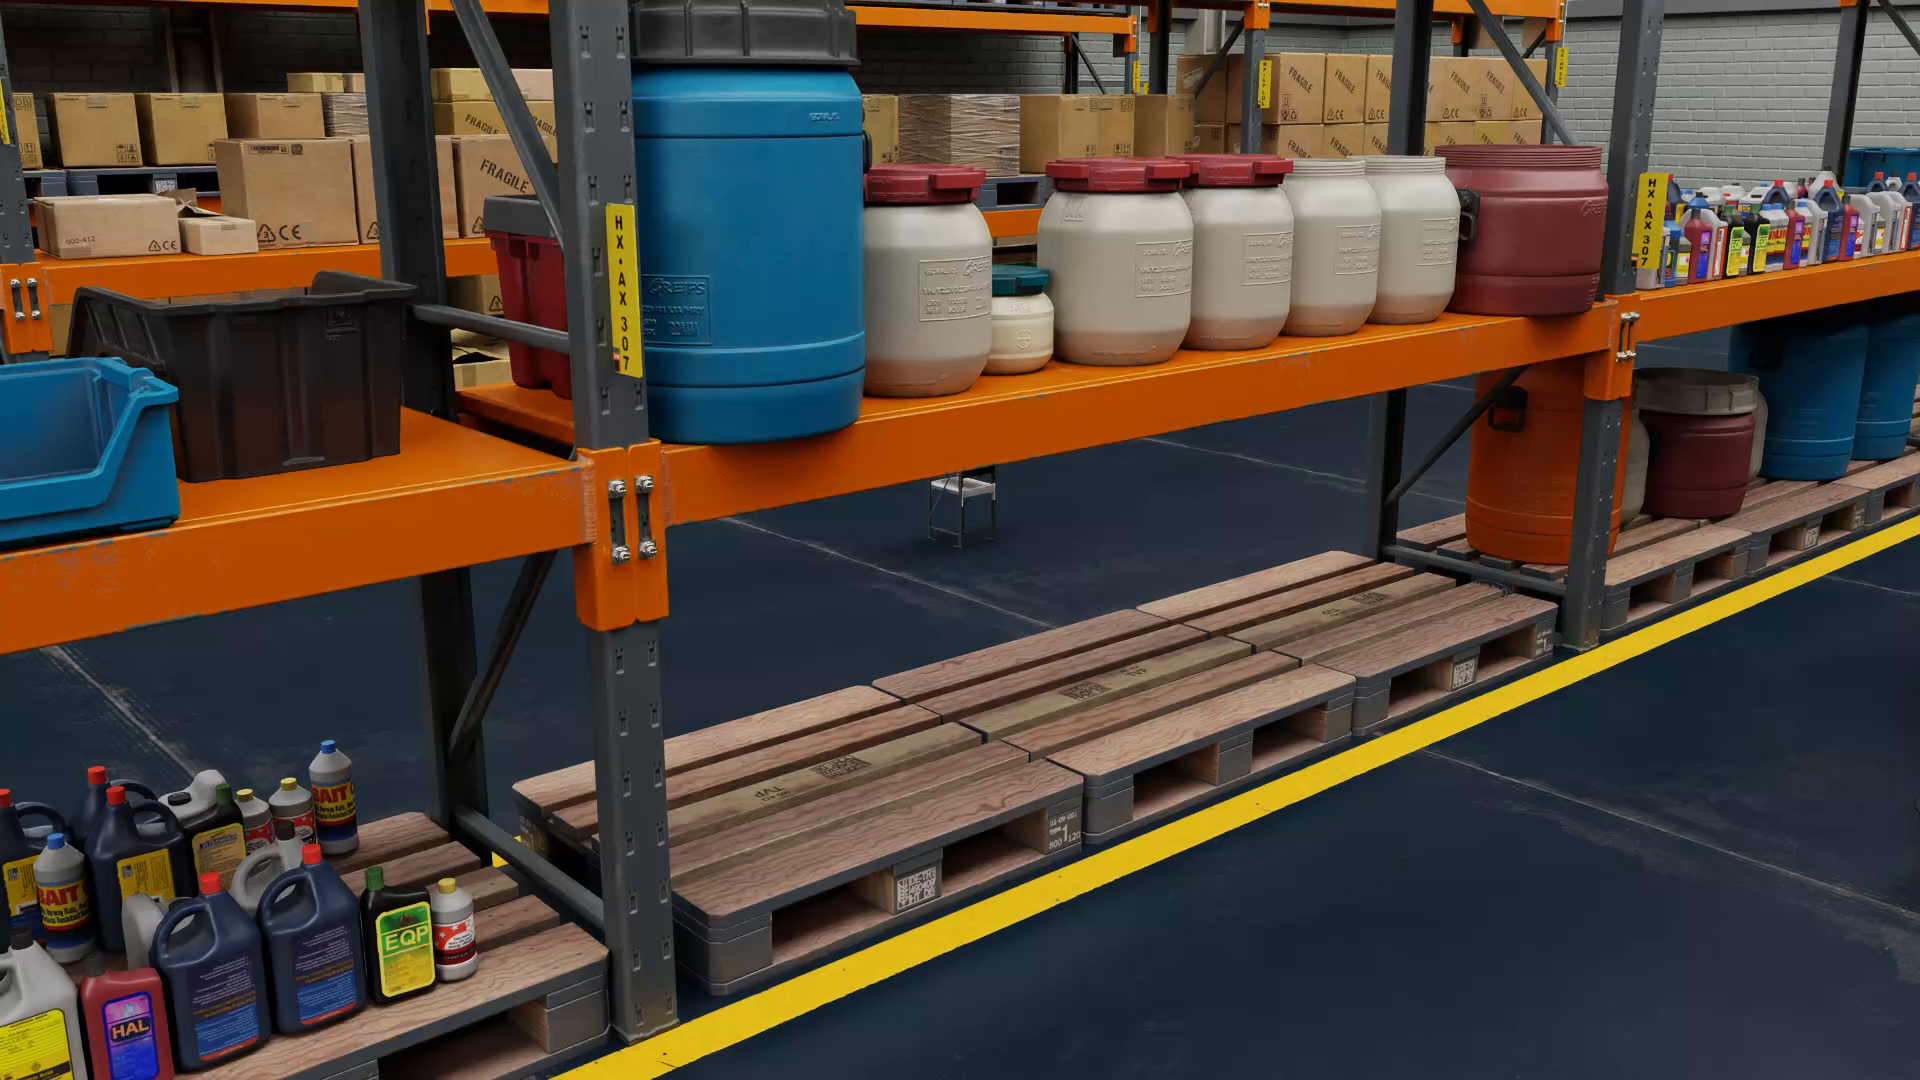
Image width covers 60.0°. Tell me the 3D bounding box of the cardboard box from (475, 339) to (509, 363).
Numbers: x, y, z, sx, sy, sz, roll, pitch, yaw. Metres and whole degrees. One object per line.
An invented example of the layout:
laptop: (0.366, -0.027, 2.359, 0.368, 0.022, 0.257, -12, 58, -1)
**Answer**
cardboard box: (-2.233, -0.931, 8.850, 0.500, 0.311, 0.500, -13, 20, -40)

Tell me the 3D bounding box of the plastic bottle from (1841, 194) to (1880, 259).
plastic bottle: (4.019, -1.410, 7.457, 0.135, 0.276, 0.152, -13, 19, -39)

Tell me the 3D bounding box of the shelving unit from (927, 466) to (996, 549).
shelving unit: (0.006, -0.436, 7.639, 0.210, 0.900, 0.258, -13, 19, -39)

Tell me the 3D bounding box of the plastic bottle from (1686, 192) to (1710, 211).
plastic bottle: (3.407, -1.471, 7.695, 0.097, 0.271, 0.097, 0, 15, 0)

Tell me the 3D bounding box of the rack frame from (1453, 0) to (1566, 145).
rack frame: (4.806, -3.452, 14.860, 0.127, 3.000, 1.000, -13, 19, -39)

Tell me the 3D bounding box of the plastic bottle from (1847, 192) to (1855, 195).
plastic bottle: (4.099, -1.468, 7.684, 0.097, 0.271, 0.097, 0, 15, 0)

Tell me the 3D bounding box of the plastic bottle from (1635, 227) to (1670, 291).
plastic bottle: (2.558, -1.082, 6.229, 0.135, 0.276, 0.152, -13, 19, -39)

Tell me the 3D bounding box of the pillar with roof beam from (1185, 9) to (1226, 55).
pillar with roof beam: (5.846, -7.102, 16.899, 0.400, 9.000, 9.100, -13, 19, -39)

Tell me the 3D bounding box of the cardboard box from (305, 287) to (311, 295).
cardboard box: (-4.993, -1.933, 13.165, 0.500, 0.500, 0.700, -12, 19, -39)

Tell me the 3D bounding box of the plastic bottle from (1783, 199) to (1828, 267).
plastic bottle: (3.604, -1.317, 7.108, 0.135, 0.276, 0.152, -13, 19, -39)

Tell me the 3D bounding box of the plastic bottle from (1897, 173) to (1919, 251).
plastic bottle: (4.419, -1.535, 7.778, 0.185, 0.351, 0.144, -13, 19, -39)

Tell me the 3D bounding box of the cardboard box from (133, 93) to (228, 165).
cardboard box: (-5.757, -3.024, 12.213, 0.500, 0.500, 0.700, -13, 19, -39)

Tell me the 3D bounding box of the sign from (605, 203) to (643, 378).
sign: (-0.645, -0.479, 3.193, 0.005, 0.325, 0.100, -13, 19, -39)

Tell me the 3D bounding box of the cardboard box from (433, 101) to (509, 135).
cardboard box: (-3.949, -3.294, 13.462, 0.500, 0.500, 0.500, -12, 19, -38)

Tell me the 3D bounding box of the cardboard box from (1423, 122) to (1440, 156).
cardboard box: (3.497, -3.114, 13.401, 0.500, 0.500, 0.500, -13, 20, -40)

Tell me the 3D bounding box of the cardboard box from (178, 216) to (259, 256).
cardboard box: (-3.444, -1.408, 7.695, 0.250, 0.149, 0.380, -13, 19, -39)

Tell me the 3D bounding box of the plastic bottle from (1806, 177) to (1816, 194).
plastic bottle: (4.480, -1.774, 8.804, 0.133, 0.283, 0.061, -13, 19, -39)

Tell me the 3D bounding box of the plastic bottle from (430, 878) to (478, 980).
plastic bottle: (-1.067, 0.808, 3.484, 0.097, 0.201, 0.097, 0, 15, 0)

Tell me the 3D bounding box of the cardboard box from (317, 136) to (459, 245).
cardboard box: (-2.881, -1.768, 8.363, 0.500, 0.500, 0.500, -13, 19, -39)

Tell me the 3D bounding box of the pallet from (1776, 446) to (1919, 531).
pallet: (4.428, -0.339, 8.611, 1.213, 0.211, 1.003, -13, 19, -39)

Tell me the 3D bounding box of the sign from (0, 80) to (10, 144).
sign: (-3.881, -1.768, 6.724, 0.005, 0.325, 0.100, -13, 19, -39)

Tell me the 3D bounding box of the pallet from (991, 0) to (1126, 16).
pallet: (0.999, -5.694, 17.614, 1.213, 0.211, 1.003, -13, 19, -39)

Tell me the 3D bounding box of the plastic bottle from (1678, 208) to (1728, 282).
plastic bottle: (2.907, -1.160, 6.522, 0.135, 0.276, 0.152, -13, 19, -39)

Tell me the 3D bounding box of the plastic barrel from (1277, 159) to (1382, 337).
plastic barrel: (1.066, -0.898, 5.084, 0.421, 0.512, 0.421, 0, 15, 0)

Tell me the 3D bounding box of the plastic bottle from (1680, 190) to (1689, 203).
plastic bottle: (3.385, -1.516, 7.862, 0.097, 0.271, 0.097, 0, 15, 0)

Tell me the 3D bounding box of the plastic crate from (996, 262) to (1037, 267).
plastic crate: (0.131, -0.702, 4.974, 0.662, 0.188, 0.450, -13, 19, -39)

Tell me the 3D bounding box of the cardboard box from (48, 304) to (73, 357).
cardboard box: (-6.600, -1.613, 11.966, 0.500, 0.500, 0.700, -13, 20, -40)

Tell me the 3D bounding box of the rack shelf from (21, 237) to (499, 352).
rack shelf: (-2.738, -1.410, 8.611, 4.000, 0.370, 1.077, -13, 19, -39)

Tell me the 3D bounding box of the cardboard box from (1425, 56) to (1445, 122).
cardboard box: (3.495, -3.593, 13.256, 0.500, 0.500, 0.500, -12, 19, -38)

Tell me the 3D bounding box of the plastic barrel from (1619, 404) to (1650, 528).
plastic barrel: (2.745, -0.332, 7.186, 0.421, 0.512, 0.421, 0, 15, 0)

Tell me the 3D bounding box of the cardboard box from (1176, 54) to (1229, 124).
cardboard box: (2.000, -3.442, 12.690, 0.500, 0.500, 0.500, -13, 19, -39)

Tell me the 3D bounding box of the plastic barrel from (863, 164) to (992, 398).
plastic barrel: (-0.132, -0.639, 4.066, 0.433, 0.535, 0.433, 0, 15, 0)

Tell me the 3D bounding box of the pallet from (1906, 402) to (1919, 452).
pallet: (5.566, -0.594, 9.565, 1.213, 0.211, 1.003, -13, 19, -39)

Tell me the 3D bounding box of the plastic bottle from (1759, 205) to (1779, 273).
plastic bottle: (3.287, -1.234, 6.807, 0.097, 0.271, 0.097, 0, 15, 0)

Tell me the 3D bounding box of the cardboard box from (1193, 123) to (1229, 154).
cardboard box: (1.997, -2.957, 12.814, 0.500, 0.500, 0.500, -12, 19, -38)

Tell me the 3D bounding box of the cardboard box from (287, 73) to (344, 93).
cardboard box: (-4.957, -3.513, 12.785, 0.380, 0.149, 0.250, 12, 19, 38)

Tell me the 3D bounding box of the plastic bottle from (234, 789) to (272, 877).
plastic bottle: (-1.680, 0.689, 3.930, 0.097, 0.201, 0.097, 0, 15, 0)

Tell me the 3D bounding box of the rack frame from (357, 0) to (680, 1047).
rack frame: (-0.998, -0.454, 3.637, 0.127, 3.000, 1.000, -13, 19, -39)

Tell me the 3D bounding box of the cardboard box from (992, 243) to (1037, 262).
cardboard box: (0.509, -1.937, 11.729, 0.500, 0.250, 0.500, -13, 19, -39)

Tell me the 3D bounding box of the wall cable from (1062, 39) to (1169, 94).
wall cable: (1.896, -5.307, 19.838, 1.851, 1.984, 0.084, -13, 19, -39)

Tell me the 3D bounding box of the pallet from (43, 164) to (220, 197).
pallet: (-5.950, -2.624, 12.134, 1.213, 0.211, 1.003, -13, 19, -39)

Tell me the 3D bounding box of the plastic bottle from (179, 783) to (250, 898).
plastic bottle: (-1.682, 0.695, 3.746, 0.133, 0.283, 0.061, -13, 19, -39)

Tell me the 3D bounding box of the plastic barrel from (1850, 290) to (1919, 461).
plastic barrel: (4.616, -0.909, 8.595, 0.708, 0.901, 0.600, -13, 19, -39)

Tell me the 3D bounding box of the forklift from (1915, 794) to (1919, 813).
forklift: (3.820, -0.701, 4.694, 3.031, 2.935, 1.130, -13, 20, -40)

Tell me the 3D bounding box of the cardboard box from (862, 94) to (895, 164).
cardboard box: (-0.828, -2.476, 10.201, 0.700, 0.500, 0.500, 8, 17, 28)

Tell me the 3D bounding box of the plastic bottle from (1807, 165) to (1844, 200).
plastic bottle: (4.528, -1.782, 8.704, 0.185, 0.351, 0.144, -13, 19, -39)

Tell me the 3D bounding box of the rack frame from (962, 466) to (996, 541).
rack frame: (0.083, -0.453, 7.703, 0.006, 0.900, 0.240, -13, 19, -39)

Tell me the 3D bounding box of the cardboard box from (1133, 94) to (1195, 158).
cardboard box: (1.284, -2.989, 12.119, 0.700, 0.500, 0.500, 8, 17, 28)

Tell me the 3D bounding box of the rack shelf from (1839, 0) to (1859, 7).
rack shelf: (3.528, -2.572, 7.148, 4.000, 0.370, 1.077, -13, 19, -39)

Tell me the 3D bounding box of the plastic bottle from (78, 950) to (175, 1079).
plastic bottle: (-1.535, 0.879, 3.057, 0.133, 0.283, 0.061, -11, 19, -36)

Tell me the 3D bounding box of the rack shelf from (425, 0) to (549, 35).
rack shelf: (-2.975, -4.501, 14.368, 4.000, 0.370, 1.077, -13, 19, -39)
